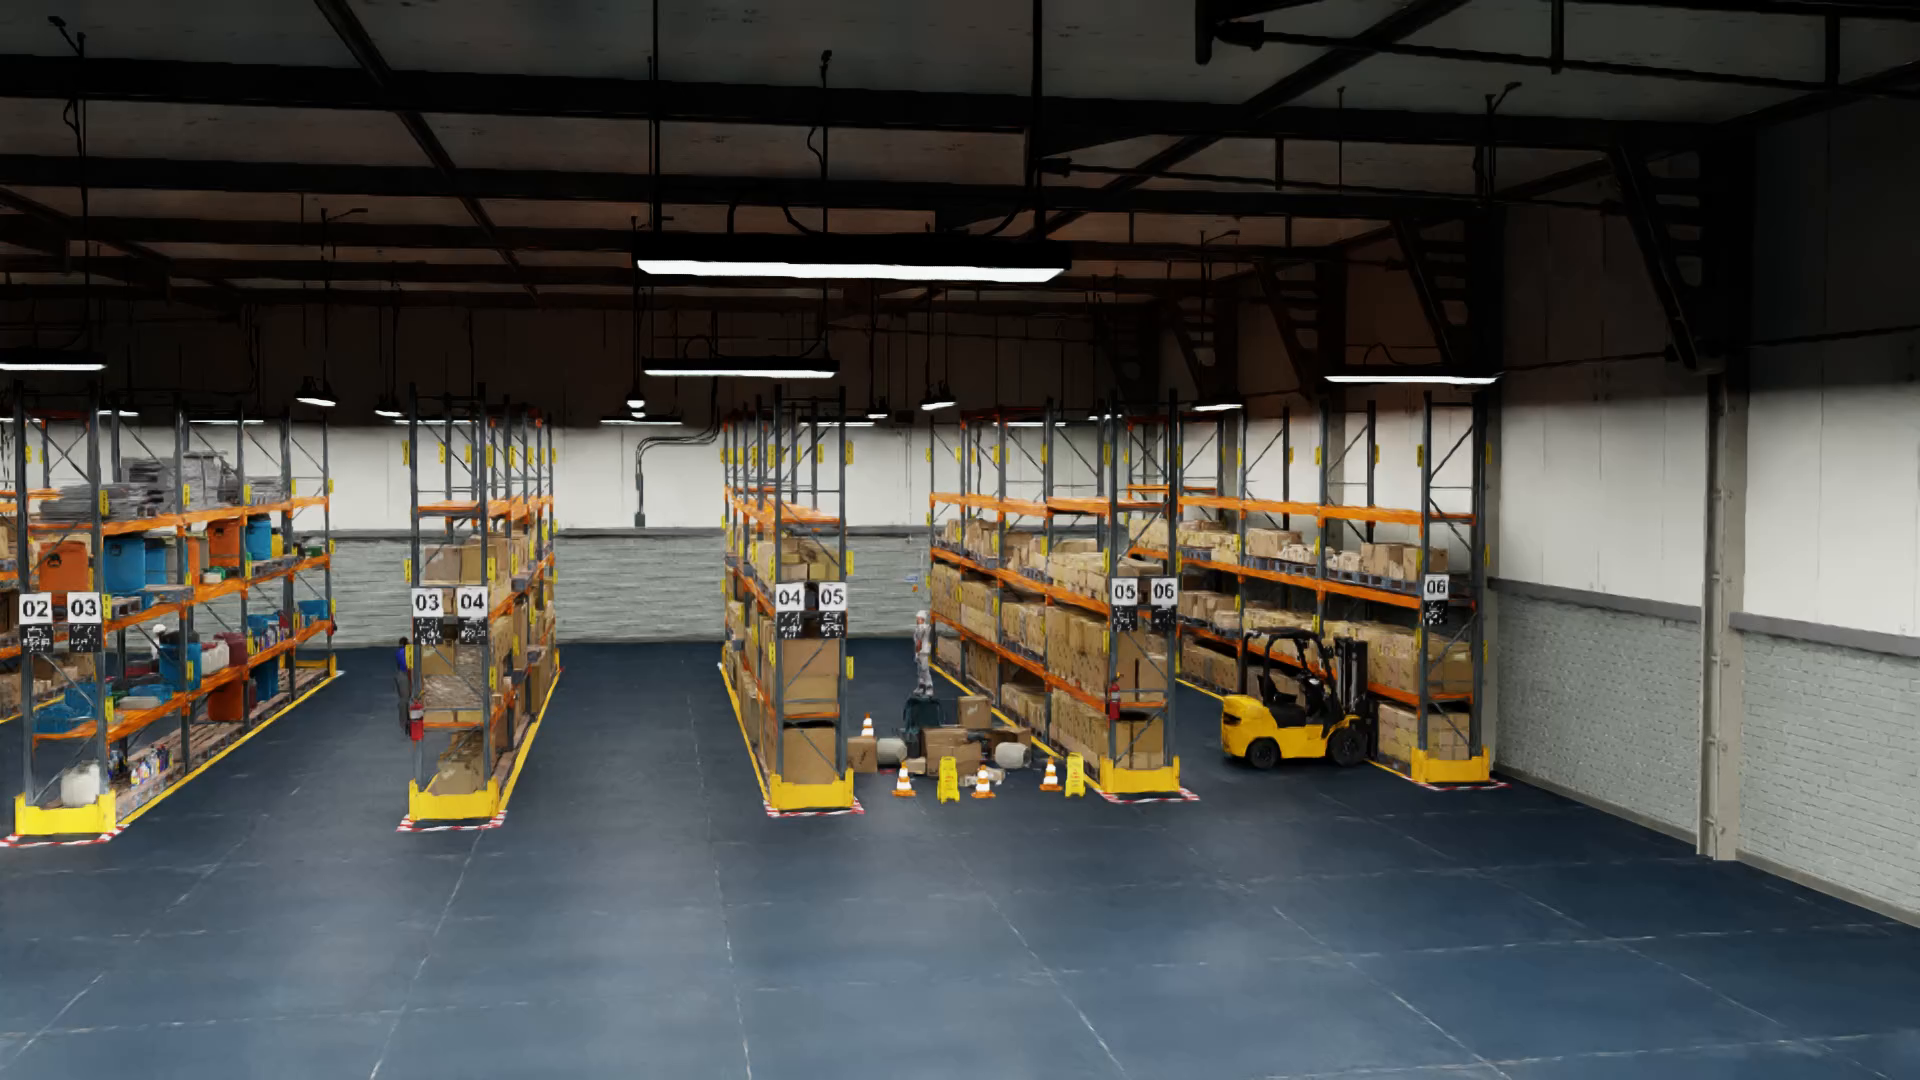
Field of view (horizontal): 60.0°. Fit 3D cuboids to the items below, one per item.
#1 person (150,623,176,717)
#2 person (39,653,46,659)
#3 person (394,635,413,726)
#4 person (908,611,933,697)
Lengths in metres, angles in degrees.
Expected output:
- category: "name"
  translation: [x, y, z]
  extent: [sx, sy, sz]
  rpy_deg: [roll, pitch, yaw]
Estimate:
- category: "person"
  translation: [-15.278, 2.483, 31.905]
  extent: [0.444, 1.775, 0.581]
  rpy_deg: [-3, 4, -42]
- category: "person"
  translation: [-22.052, 2.164, 39.607]
  extent: [0.682, 1.676, 0.529]
  rpy_deg: [-1, 3, -12]
- category: "person"
  translation: [-10.267, 2.598, 30.852]
  extent: [0.414, 1.666, 0.507]
  rpy_deg: [-3, 4, -41]
- category: "person"
  translation: [-0.816, 2.352, 34.439]
  extent: [0.581, 1.785, 0.664]
  rpy_deg: [1, 3, 10]
